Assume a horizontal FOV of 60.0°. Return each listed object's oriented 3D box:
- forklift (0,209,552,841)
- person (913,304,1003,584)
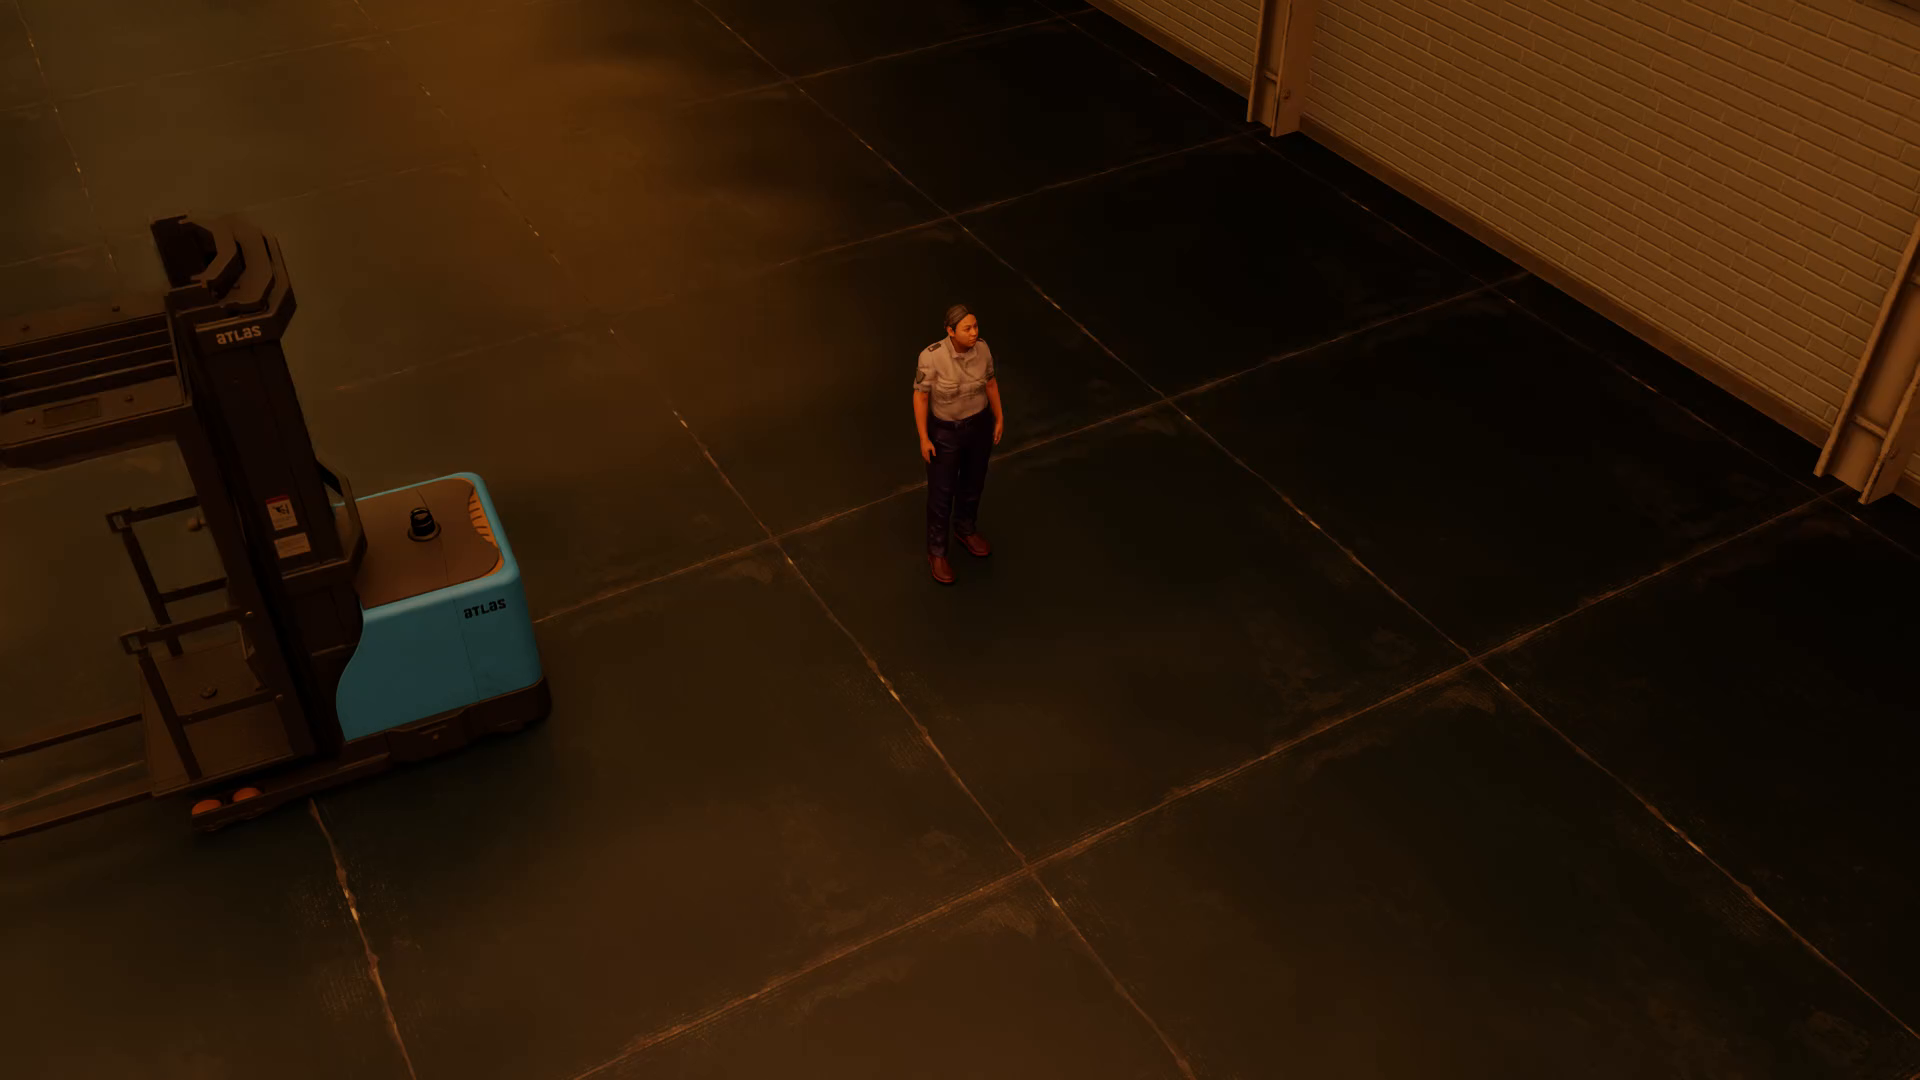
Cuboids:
[{"bbox_3d":[-3.799,-0.020,8.061,3.031,2.935,1.130,-17,42,-19],"label":"forklift"},{"bbox_3d":[0.025,-0.578,9.736,0.598,1.641,0.502,-20,44,-23],"label":"person"}]
